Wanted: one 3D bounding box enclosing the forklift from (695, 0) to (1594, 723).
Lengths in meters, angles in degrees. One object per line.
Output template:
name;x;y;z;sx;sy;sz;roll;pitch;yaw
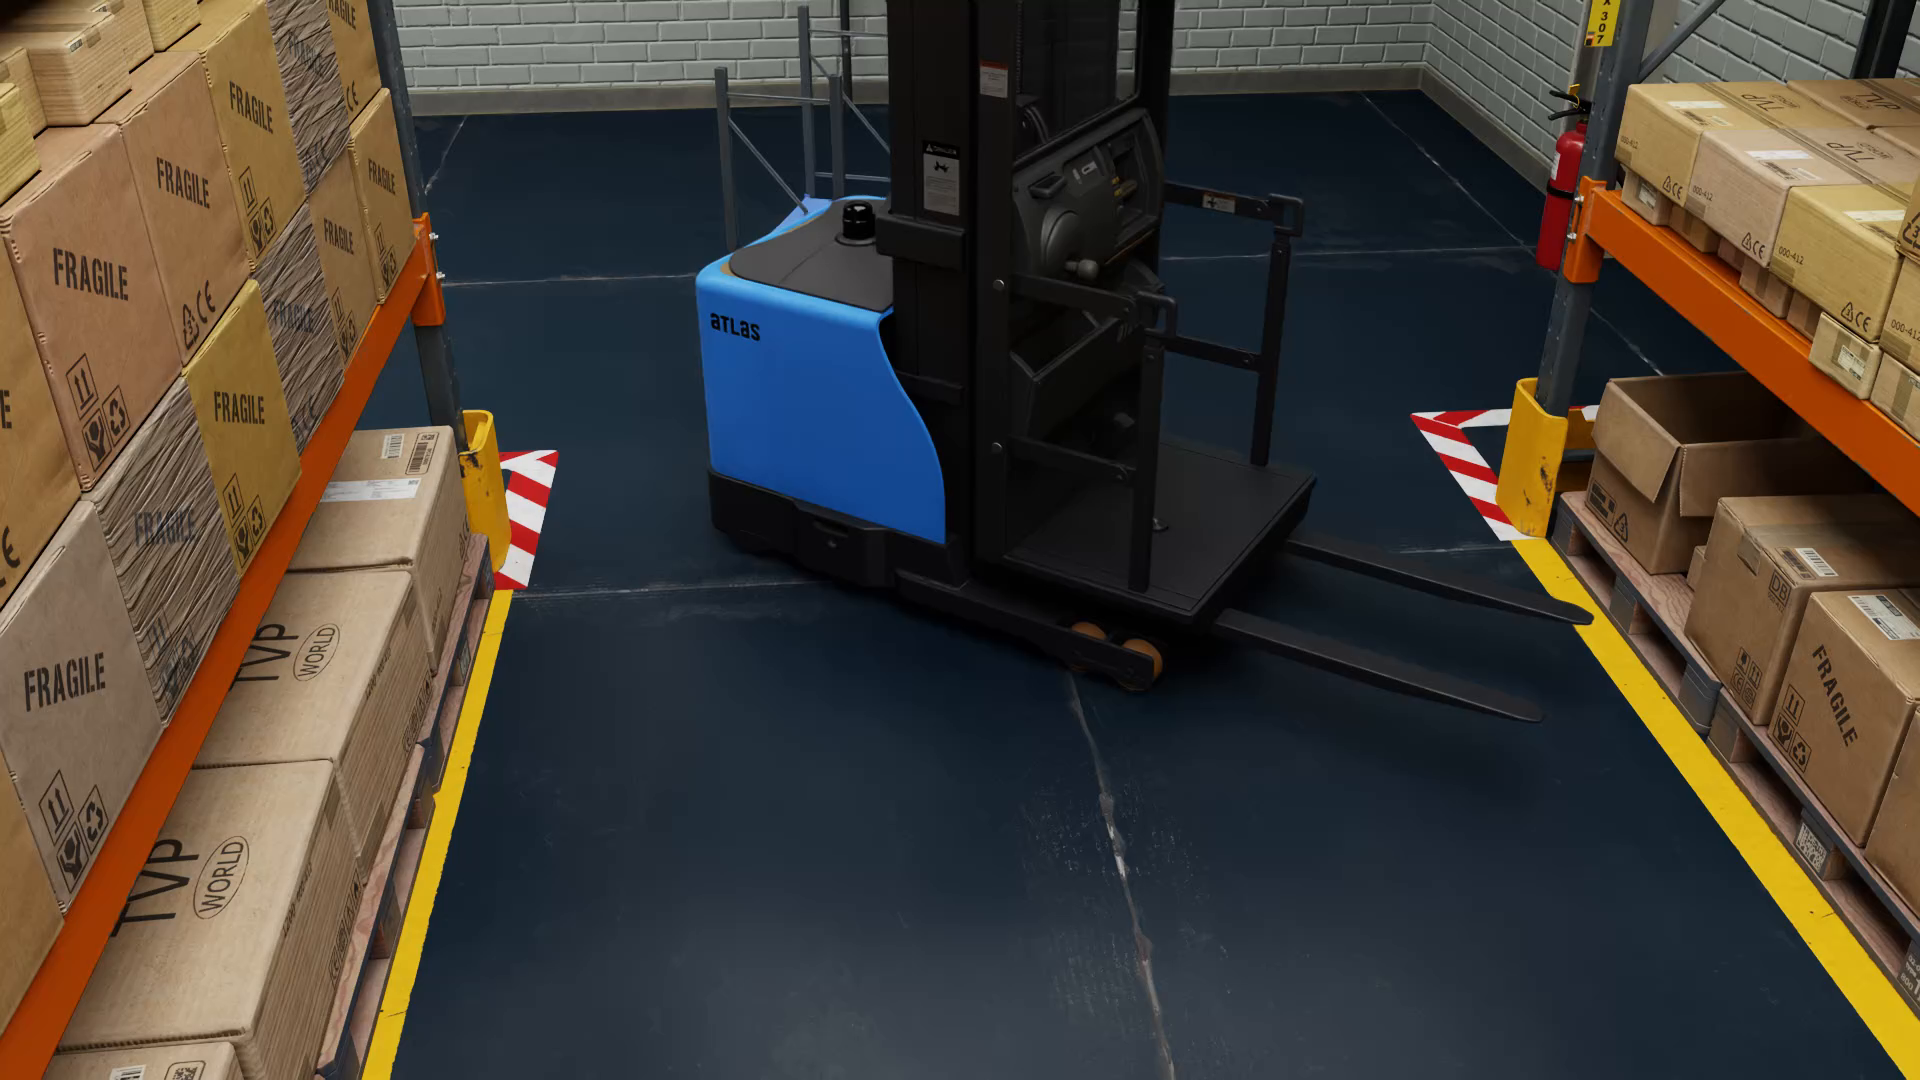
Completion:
forklift;0.596;-1.078;5.197;3.031;2.935;1.130;17;35;27

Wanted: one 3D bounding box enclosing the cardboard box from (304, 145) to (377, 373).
cardboard box;-1.922;-0.760;4.500;0.500;0.500;0.500;-3;31;-6

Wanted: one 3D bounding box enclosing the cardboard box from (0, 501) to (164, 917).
cardboard box;-1.715;0.282;2.755;0.500;0.500;0.500;-3;31;-4

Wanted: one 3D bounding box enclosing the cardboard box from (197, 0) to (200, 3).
cardboard box;-1.937;-1.261;3.732;0.380;0.149;0.250;-3;31;-5

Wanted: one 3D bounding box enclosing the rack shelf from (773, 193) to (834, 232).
rack shelf;-0.574;-1.230;7.197;0.538;0.185;1.000;7;32;11

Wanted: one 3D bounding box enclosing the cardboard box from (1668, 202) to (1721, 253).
cardboard box;2.507;-1.031;5.296;0.380;0.149;0.250;-2;31;-3

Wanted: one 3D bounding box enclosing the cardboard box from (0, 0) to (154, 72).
cardboard box;-1.850;-1.001;3.296;0.380;0.149;0.250;-2;31;-3

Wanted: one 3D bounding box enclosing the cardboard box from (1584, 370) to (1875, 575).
cardboard box;2.642;-0.240;5.751;0.797;0.503;0.637;-4;31;-7

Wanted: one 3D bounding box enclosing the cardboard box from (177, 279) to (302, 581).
cardboard box;-1.803;-0.235;3.621;0.500;0.500;0.500;-2;31;-3

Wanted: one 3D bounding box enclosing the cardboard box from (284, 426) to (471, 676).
cardboard box;-2.101;0.044;5.341;0.875;0.438;0.875;-4;31;-6

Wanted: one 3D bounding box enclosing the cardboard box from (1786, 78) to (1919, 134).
cardboard box;2.986;-1.289;5.339;0.500;0.250;0.500;-2;31;-3

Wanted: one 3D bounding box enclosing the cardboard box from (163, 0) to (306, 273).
cardboard box;-1.859;-0.927;3.805;0.500;0.500;0.500;-3;31;-5

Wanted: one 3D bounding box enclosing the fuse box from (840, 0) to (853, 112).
fuse box;-0.707;-3.559;10.539;0.539;1.711;0.414;-3;31;-5

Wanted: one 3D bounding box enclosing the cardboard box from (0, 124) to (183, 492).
cardboard box;-1.770;-0.413;2.944;0.500;0.500;0.500;-2;31;-4

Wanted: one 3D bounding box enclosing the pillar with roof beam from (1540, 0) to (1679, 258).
pillar with roof beam;-0.961;-5.237;6.242;9.100;9.000;0.400;-3;31;-5

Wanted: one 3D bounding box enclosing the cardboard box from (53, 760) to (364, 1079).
cardboard box;-1.925;0.971;3.788;0.875;0.438;0.875;-4;31;-6

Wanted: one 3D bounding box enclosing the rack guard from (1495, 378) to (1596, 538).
rack guard;2.686;-0.336;6.325;1.175;0.500;0.348;-3;31;-5

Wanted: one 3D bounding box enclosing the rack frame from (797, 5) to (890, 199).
rack frame;-0.457;-1.638;7.529;0.500;1.500;0.032;7;32;11

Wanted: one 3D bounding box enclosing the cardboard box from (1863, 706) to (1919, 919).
cardboard box;2.780;0.730;4.130;0.700;0.500;0.500;-4;31;-6

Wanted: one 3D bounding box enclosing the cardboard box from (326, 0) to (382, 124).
cardboard box;-1.980;-1.446;4.672;0.500;0.500;0.500;-2;31;-3

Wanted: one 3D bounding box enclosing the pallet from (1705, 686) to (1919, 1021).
pallet;2.873;0.817;4.677;1.003;0.211;1.213;-3;31;-5

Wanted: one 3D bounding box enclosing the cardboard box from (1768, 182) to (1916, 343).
cardboard box;2.551;-0.751;4.438;0.500;0.250;0.500;-3;31;-6

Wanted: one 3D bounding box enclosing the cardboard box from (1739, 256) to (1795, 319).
cardboard box;2.528;-0.767;4.854;0.380;0.149;0.250;-2;31;-3

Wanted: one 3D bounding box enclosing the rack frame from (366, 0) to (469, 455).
rack frame;-2.262;-1.208;5.347;1.000;3.000;0.127;-3;31;-5

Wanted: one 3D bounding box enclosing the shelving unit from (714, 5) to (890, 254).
shelving unit;-0.574;-1.384;7.105;0.538;1.500;1.048;7;32;11

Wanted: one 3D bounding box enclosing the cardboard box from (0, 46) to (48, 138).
cardboard box;-1.829;-0.740;2.858;0.380;0.149;0.250;-3;31;-5

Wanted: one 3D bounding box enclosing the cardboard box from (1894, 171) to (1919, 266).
cardboard box;2.594;-0.823;3.827;0.500;0.500;0.500;-2;31;-3

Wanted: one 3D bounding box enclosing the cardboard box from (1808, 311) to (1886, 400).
cardboard box;2.508;-0.499;4.405;0.380;0.149;0.250;-4;31;-6

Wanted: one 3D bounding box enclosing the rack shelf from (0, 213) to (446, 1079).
rack shelf;-2.076;0.122;3.822;1.077;0.370;4.000;-3;31;-5

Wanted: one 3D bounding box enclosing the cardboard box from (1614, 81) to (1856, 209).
cardboard box;2.453;-1.267;5.301;0.500;0.250;0.500;-3;31;-4

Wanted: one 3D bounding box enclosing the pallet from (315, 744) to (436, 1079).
pallet;-1.999;1.015;4.345;1.003;0.211;1.213;-3;31;-5

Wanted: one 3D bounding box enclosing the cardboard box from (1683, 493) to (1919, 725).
cardboard box;2.683;0.200;5.018;0.700;0.500;0.500;-2;31;-3
